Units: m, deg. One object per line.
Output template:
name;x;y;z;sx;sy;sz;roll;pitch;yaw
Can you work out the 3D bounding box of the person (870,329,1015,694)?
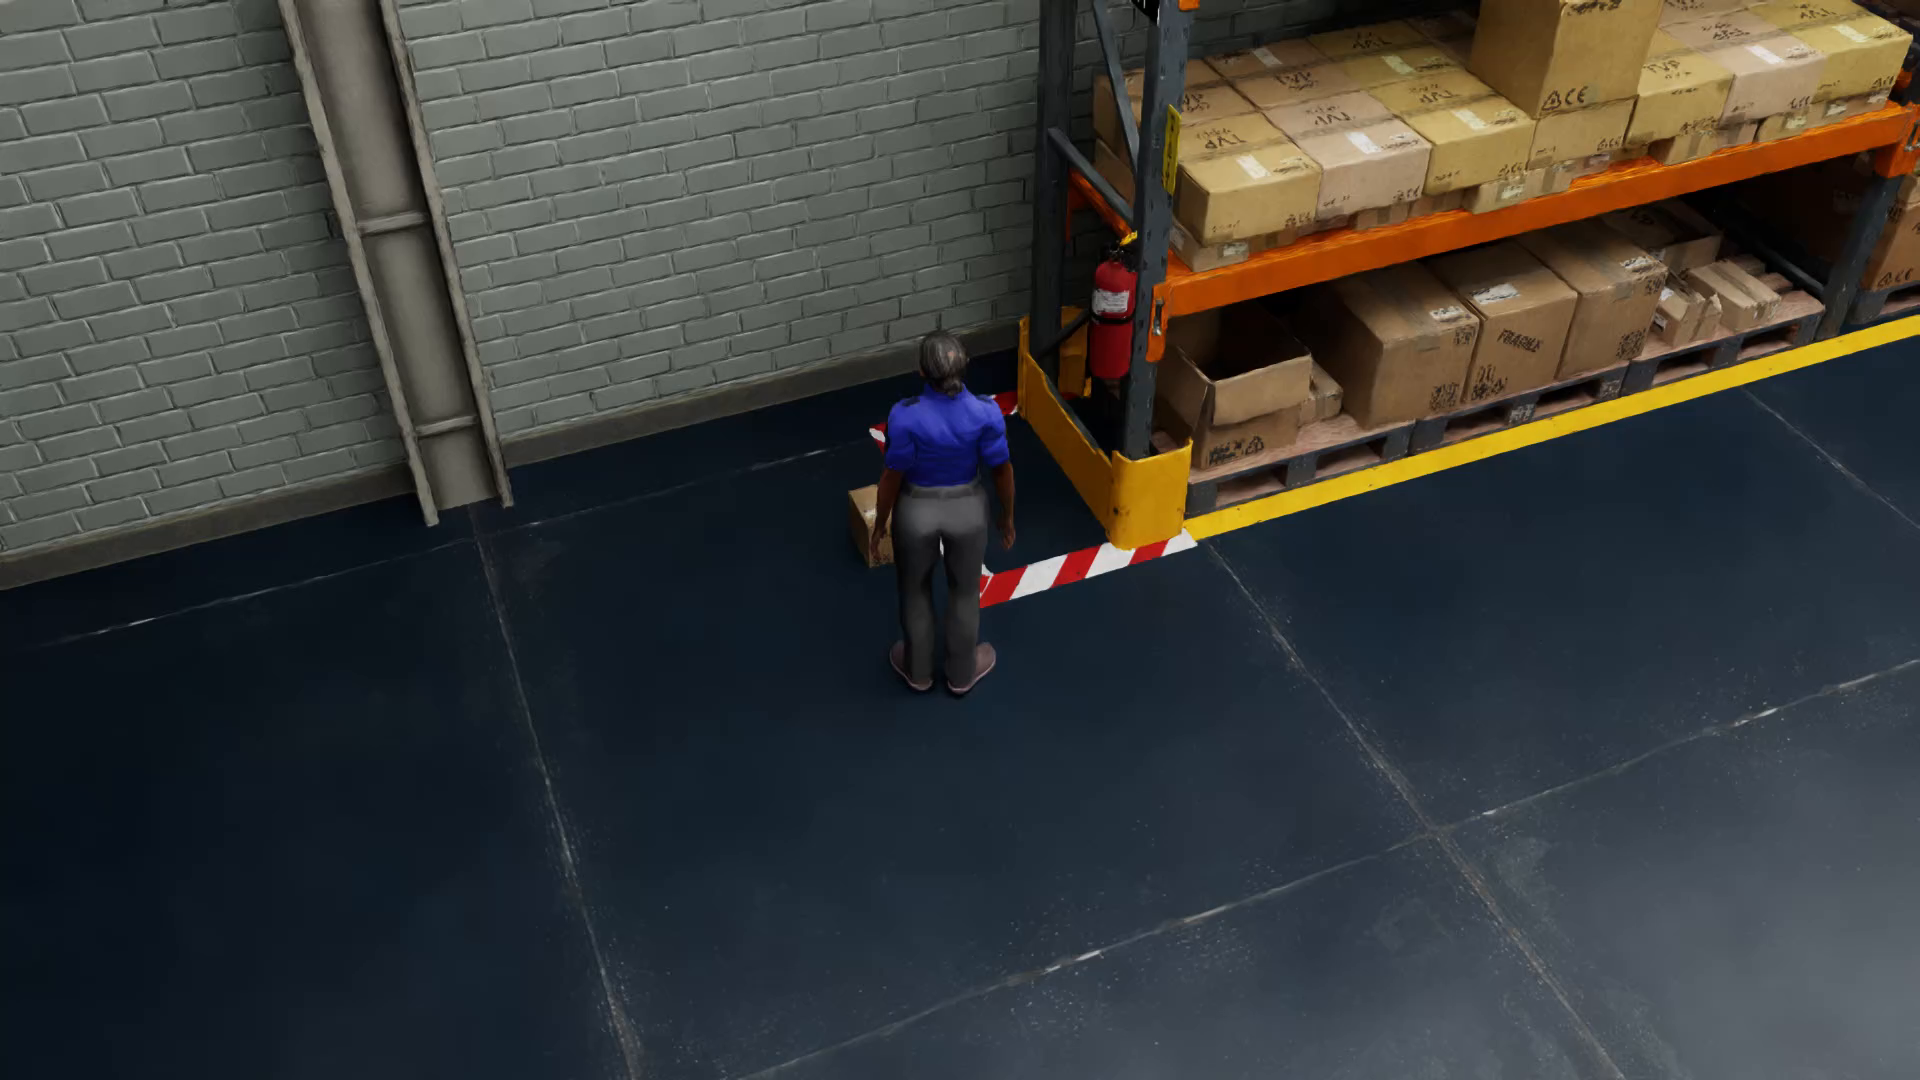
person;-0.068;-0.083;6.242;0.550;1.652;0.323;-4;42;-4
